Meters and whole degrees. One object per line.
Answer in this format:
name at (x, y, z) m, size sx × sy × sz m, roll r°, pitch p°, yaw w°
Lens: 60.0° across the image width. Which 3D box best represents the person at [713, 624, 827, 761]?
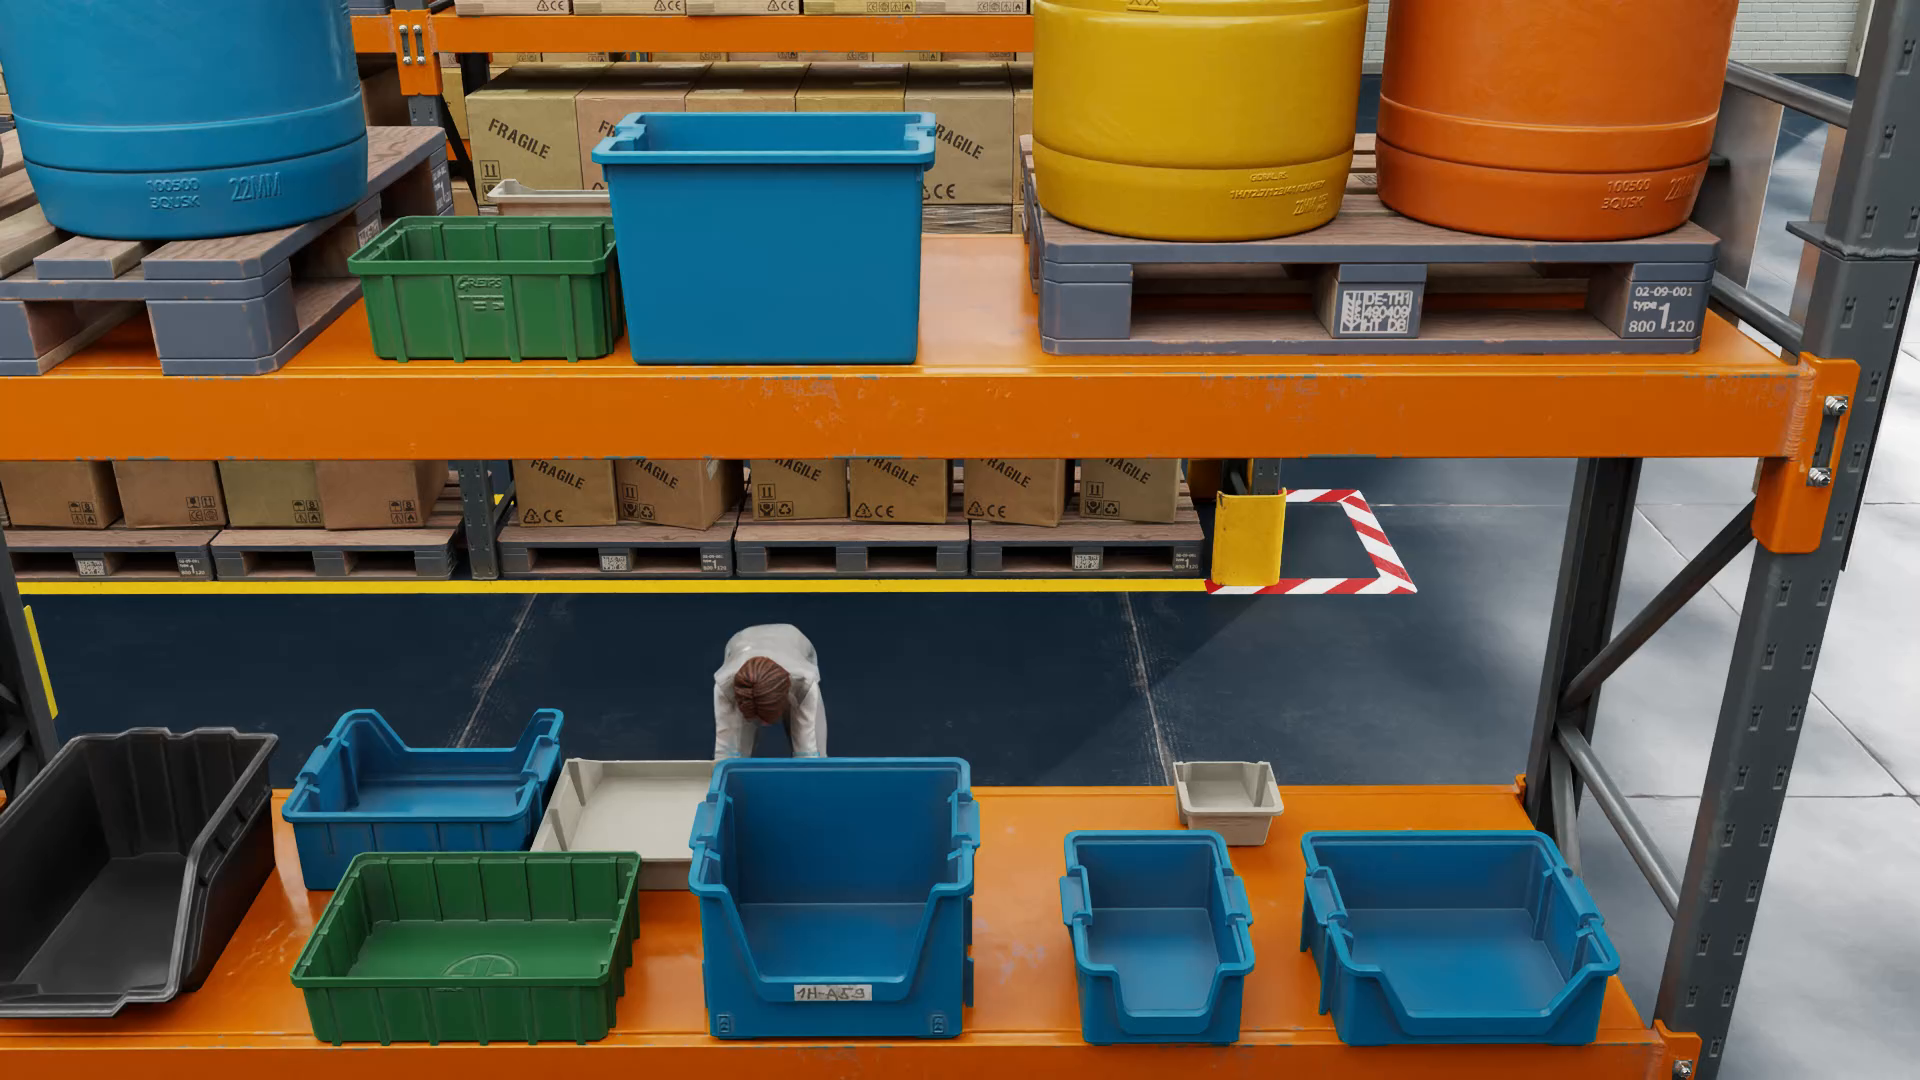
person at (-0.674, 0.793, 5.922) m, size 0.398 × 1.145 × 0.837 m, roll -1°, pitch 25°, yaw -3°
